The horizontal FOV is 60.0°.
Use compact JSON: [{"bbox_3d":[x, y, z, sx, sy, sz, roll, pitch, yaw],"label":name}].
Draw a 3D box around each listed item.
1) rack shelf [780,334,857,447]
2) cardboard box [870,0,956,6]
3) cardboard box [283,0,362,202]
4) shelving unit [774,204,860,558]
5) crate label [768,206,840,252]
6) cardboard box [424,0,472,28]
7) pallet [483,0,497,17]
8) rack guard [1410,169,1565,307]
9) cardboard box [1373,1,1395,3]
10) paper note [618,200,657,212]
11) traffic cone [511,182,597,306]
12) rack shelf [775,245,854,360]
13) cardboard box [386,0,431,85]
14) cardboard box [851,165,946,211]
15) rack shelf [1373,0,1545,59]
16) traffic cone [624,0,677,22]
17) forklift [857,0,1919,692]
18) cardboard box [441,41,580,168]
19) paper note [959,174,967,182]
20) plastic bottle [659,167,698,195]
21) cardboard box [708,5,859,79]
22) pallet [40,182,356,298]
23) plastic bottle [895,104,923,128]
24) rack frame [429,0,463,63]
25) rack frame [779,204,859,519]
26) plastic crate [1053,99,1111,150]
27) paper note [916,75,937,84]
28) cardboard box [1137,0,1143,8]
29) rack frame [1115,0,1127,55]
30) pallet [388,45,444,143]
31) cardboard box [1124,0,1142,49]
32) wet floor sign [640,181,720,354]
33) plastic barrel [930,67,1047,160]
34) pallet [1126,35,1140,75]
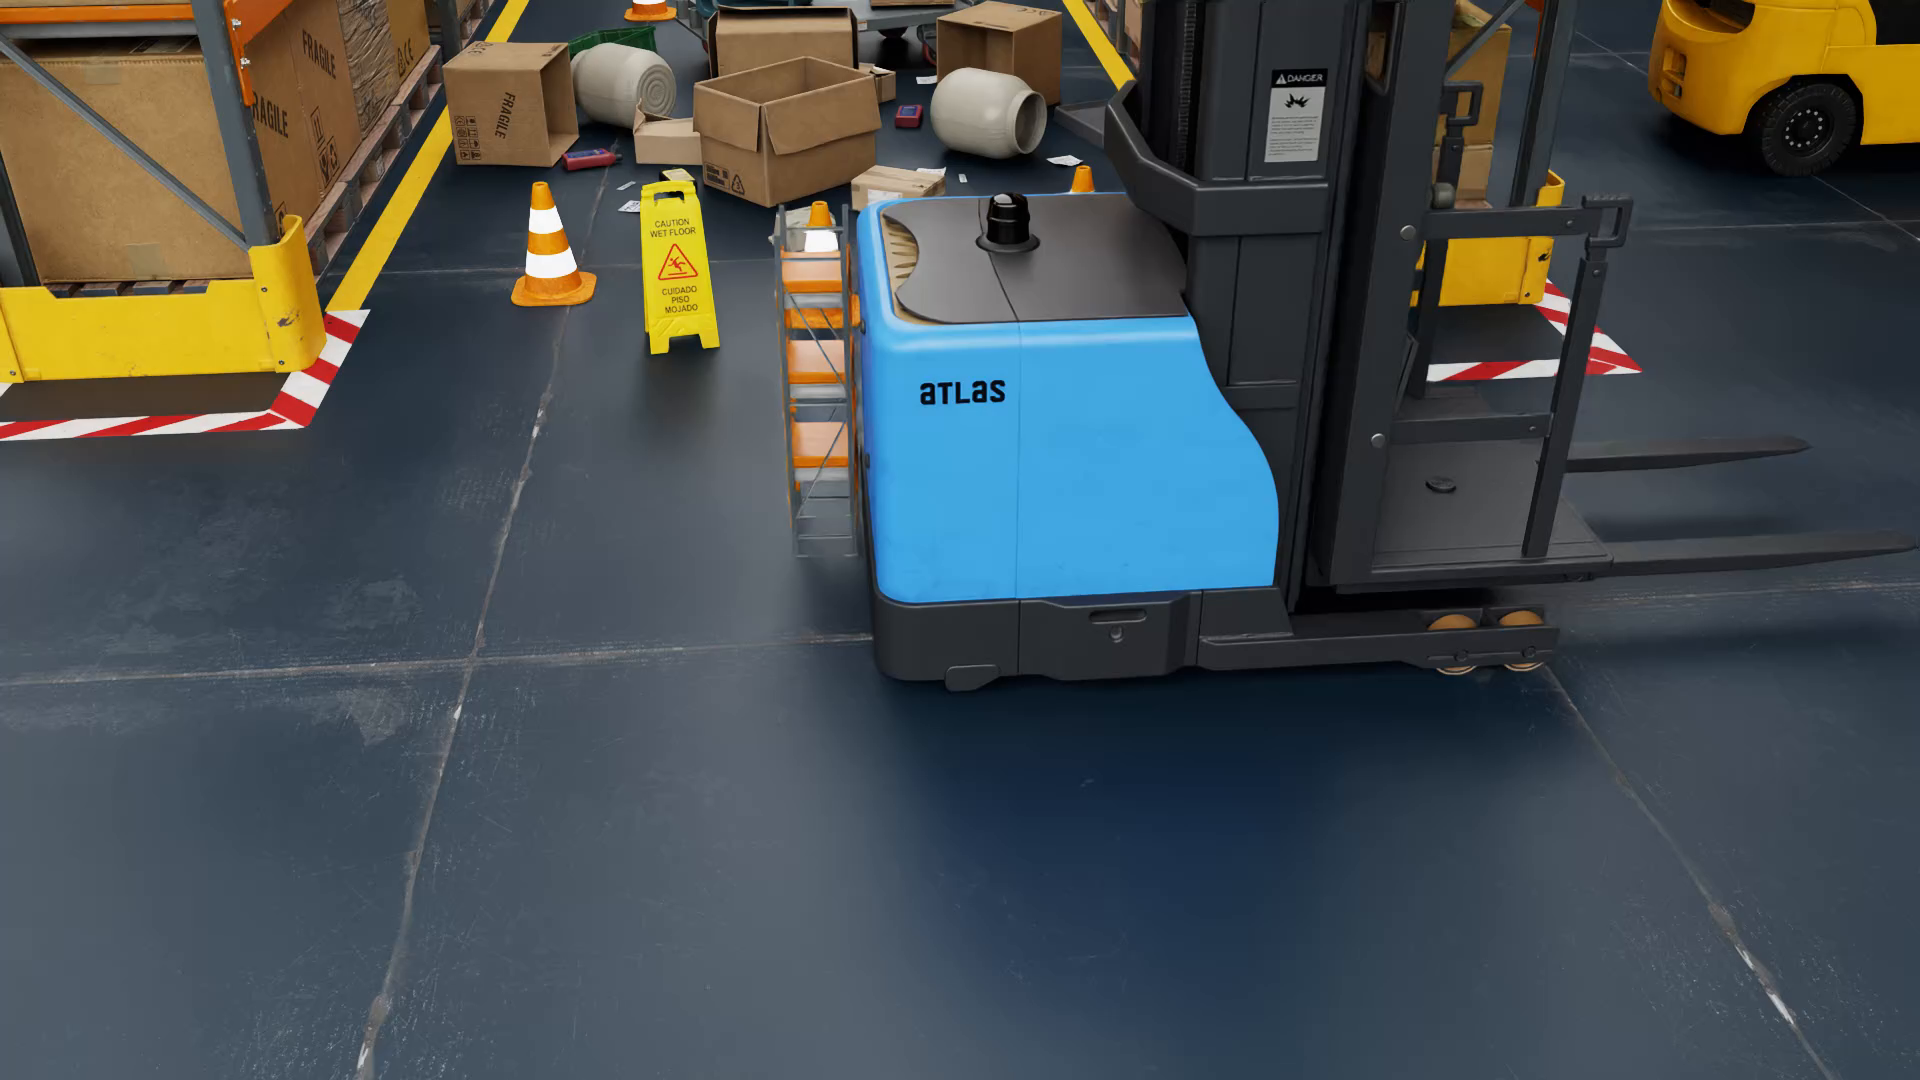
[{"bbox_3d":[-0.422,-0.451,5.002,0.215,0.259,0.240,-1,31,-2],"label":"rack shelf"},{"bbox_3d":[-0.298,-3.484,9.857,0.500,0.500,0.500,-3,31,-5],"label":"cardboard box"},{"bbox_3d":[-3.287,-2.062,7.439,0.875,0.875,0.875,-3,31,-5],"label":"cardboard box"},{"bbox_3d":[-0.422,-0.460,4.997,0.215,1.050,0.252,-1,31,-2],"label":"shelving unit"},{"bbox_3d":[-0.688,-1.391,7.445,0.250,0.136,0.298,-20,36,-30],"label":"crate label"},{"bbox_3d":[-3.595,-3.571,10.088,1.050,0.750,0.750,-3,31,-5],"label":"cardboard box"},{"bbox_3d":[-3.712,-3.861,11.509,1.003,0.211,1.213,-3,31,-5],"label":"pallet"},{"bbox_3d":[1.838,-1.256,6.865,1.175,0.500,0.348,-3,31,-5],"label":"rack guard"},{"bbox_3d":[1.989,-2.316,7.743,0.500,0.500,0.500,-4,31,-6],"label":"cardboard box"},{"bbox_3d":[-1.526,-1.587,7.879,0.144,0.017,0.142,8,32,13],"label":"paper note"},{"bbox_3d":[-1.709,-1.252,6.894,0.336,0.463,0.334,-3,31,-5],"label":"traffic cone"},{"bbox_3d":[-0.422,-0.695,4.857,0.215,0.259,0.240,-1,31,-2],"label":"rack shelf"},{"bbox_3d":[-3.458,-2.988,8.989,0.875,0.875,0.875,-2,31,-4],"label":"cardboard box"},{"bbox_3d":[-0.288,-1.639,7.848,0.380,0.149,0.250,13,33,21],"label":"cardboard box"},{"bbox_3d":[1.658,-3.003,8.053,1.077,0.370,4.000,-3,31,-5],"label":"rack shelf"},{"bbox_3d":[-2.069,-3.712,11.013,0.336,0.463,0.334,-3,31,-5],"label":"traffic cone"},{"bbox_3d":[1.238,-1.152,4.320,3.031,2.935,1.130,-3,31,-5],"label":"forklift"},{"bbox_3d":[-2.281,-2.228,8.491,0.500,0.500,0.500,2,31,4],"label":"cardboard box"},{"bbox_3d":[0.014,-1.794,8.244,0.032,0.001,0.123,-3,31,-5],"label":"paper note"},{"bbox_3d":[-1.392,-1.766,8.147,0.133,0.061,0.283,-14,33,-22],"label":"plastic bottle"},{"bbox_3d":[-0.935,-2.529,8.862,0.797,0.637,0.503,-3,31,-5],"label":"cardboard box"},{"bbox_3d":[-3.226,-1.209,7.068,1.003,0.211,1.213,-3,31,-5],"label":"pallet"},{"bbox_3d":[-0.275,-2.322,9.078,0.133,0.061,0.283,2,31,4],"label":"plastic bottle"},{"bbox_3d":[-3.447,-4.044,9.095,1.000,3.000,0.127,-3,31,-5],"label":"rack frame"},{"bbox_3d":[-0.426,-0.523,5.101,0.200,1.050,0.008,-1,31,-2],"label":"rack frame"},{"bbox_3d":[0.802,-2.238,8.919,0.402,0.080,0.583,-14,33,-22],"label":"plastic crate"},{"bbox_3d":[-0.178,-2.706,9.750,0.148,0.019,0.142,-3,31,-5],"label":"paper note"},{"bbox_3d":[1.258,-3.340,9.458,0.500,0.500,0.500,-1,31,-2],"label":"cardboard box"},{"bbox_3d":[1.472,-4.333,9.578,1.000,3.000,0.127,-3,31,-5],"label":"rack frame"},{"bbox_3d":[-3.454,-2.455,9.154,1.003,0.211,1.213,-3,31,-5],"label":"pallet"},{"bbox_3d":[1.258,-3.018,9.650,0.500,0.250,0.500,-4,31,-7],"label":"cardboard box"},{"bbox_3d":[-1.100,-1.071,6.414,0.267,0.644,0.232,-8,32,-13],"label":"wet floor sign"},{"bbox_3d":[0.145,-2.166,8.464,0.512,0.421,0.421,20,36,29],"label":"plastic barrel"},{"bbox_3d":[1.569,-2.794,9.722,1.003,0.211,1.213,-3,31,-5],"label":"pallet"}]
